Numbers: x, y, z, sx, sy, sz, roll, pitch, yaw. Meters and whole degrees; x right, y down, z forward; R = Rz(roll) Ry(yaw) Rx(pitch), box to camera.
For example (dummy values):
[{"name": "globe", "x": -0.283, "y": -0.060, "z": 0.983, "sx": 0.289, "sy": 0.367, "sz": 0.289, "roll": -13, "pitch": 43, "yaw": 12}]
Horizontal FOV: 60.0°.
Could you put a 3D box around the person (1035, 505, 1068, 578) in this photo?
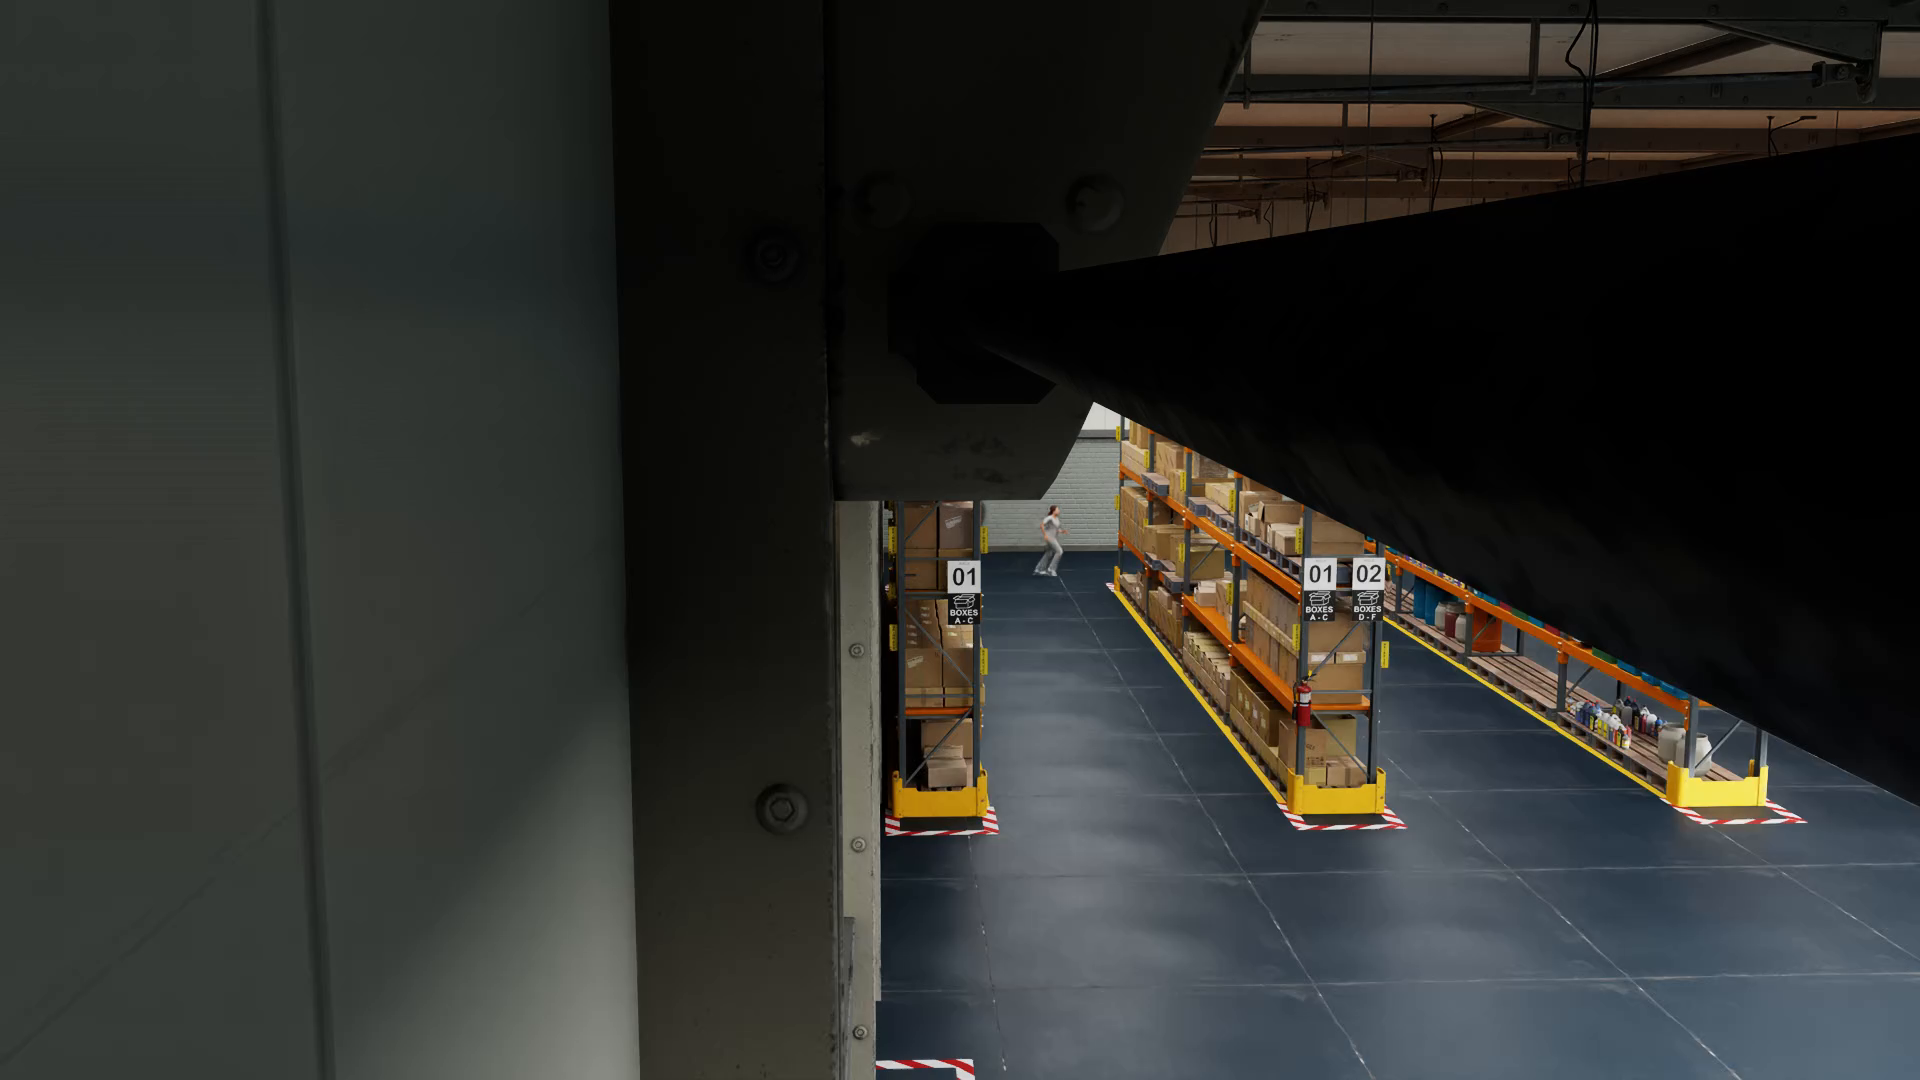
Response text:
[{"name": "person", "x": 2.105, "y": 0.015, "z": 38.289, "sx": 0.792, "sy": 1.664, "sz": 0.490, "roll": 3, "pitch": 9, "yaw": 18}]

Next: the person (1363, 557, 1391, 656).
[{"name": "person", "x": 7.443, "y": 1.167, "z": 30.085, "sx": 0.655, "sy": 1.777, "sz": 0.830, "roll": 1, "pitch": 8, "yaw": 6}]
